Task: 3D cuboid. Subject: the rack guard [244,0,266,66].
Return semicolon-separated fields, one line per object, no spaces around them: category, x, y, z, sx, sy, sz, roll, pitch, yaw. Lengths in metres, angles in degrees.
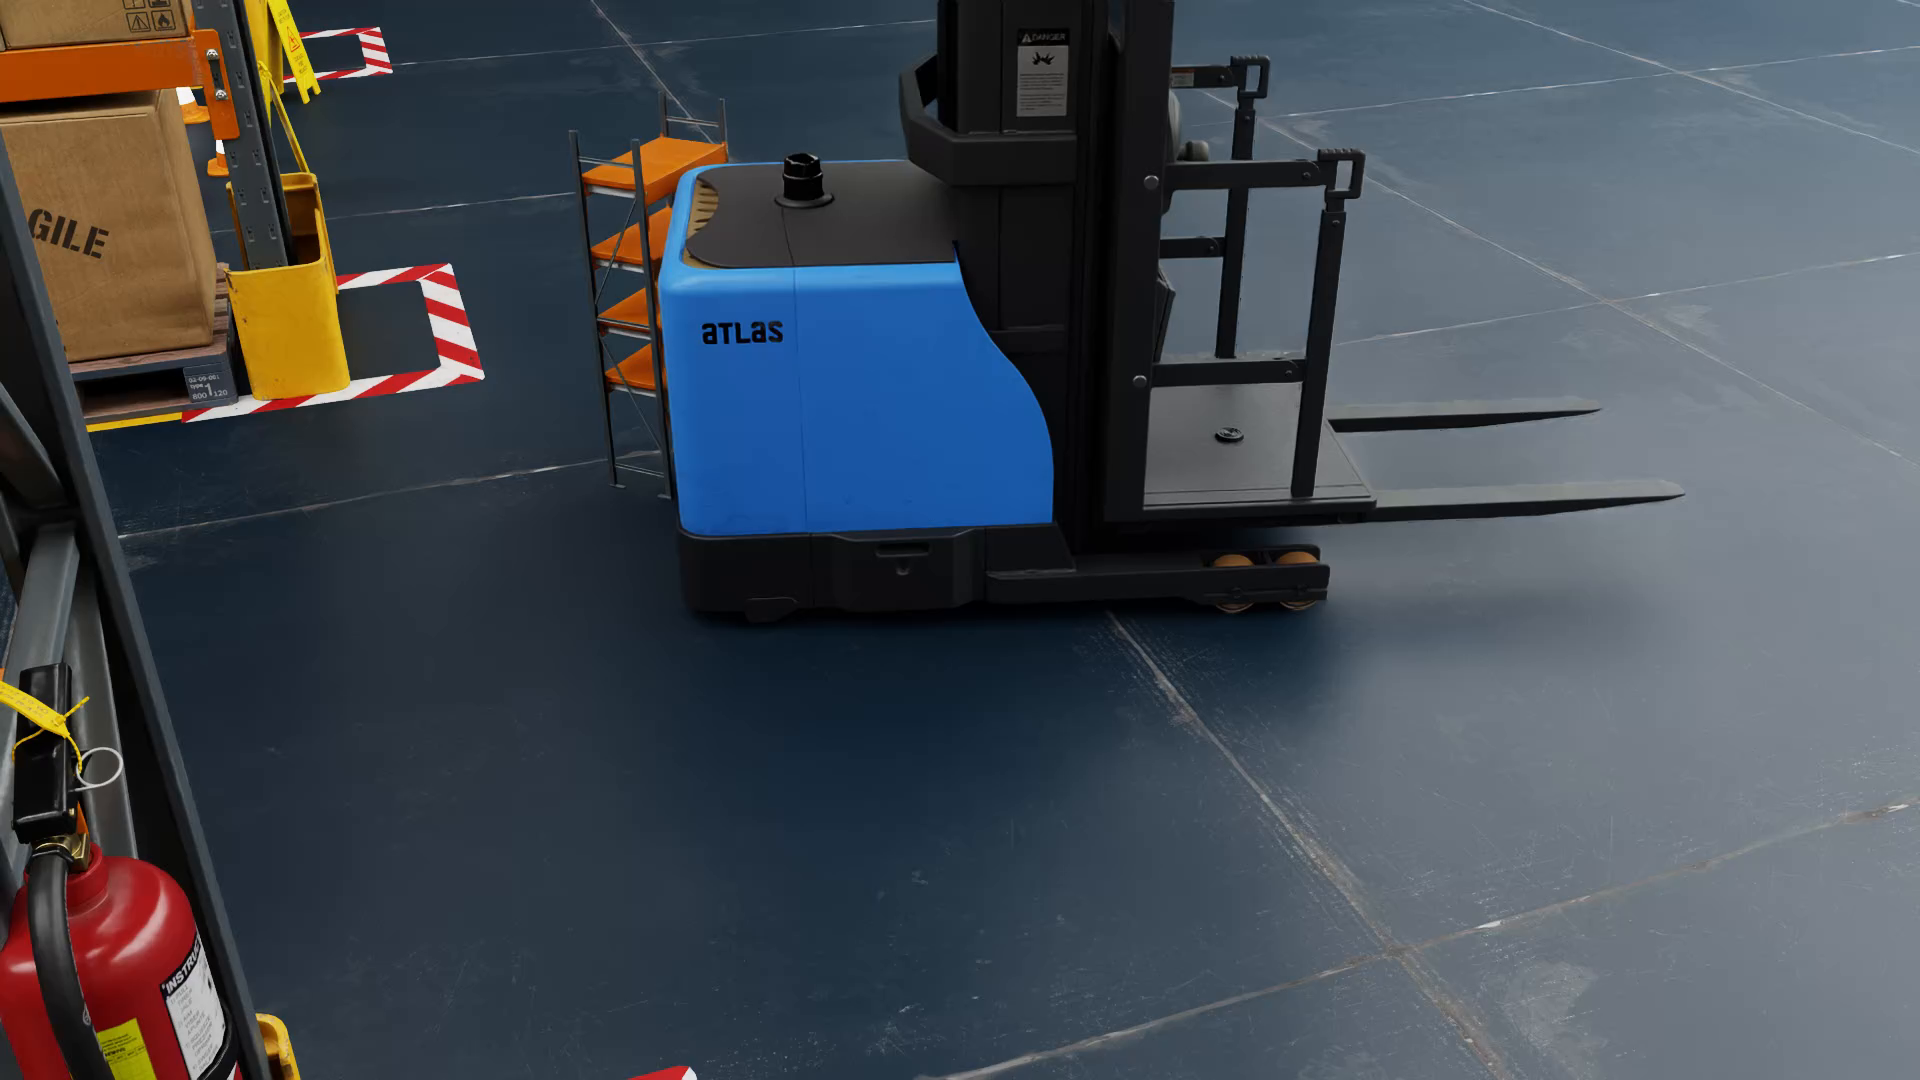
rack guard;-4.565;-3.284;10.509;0.348;0.500;1.175;-10;31;-18

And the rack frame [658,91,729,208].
rack frame;-0.861;-0.901;5.619;0.240;1.200;0.015;12;32;20

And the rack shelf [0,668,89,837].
rack shelf;-2.913;0.872;1.415;4.000;0.370;1.077;-10;31;-18

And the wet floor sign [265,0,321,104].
wet floor sign;-3.943;-2.897;9.682;0.232;0.644;0.267;0;30;0

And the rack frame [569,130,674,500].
rack frame;-1.057;-0.680;5.231;0.240;1.200;0.015;12;32;20

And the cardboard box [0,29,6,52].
cardboard box;-3.513;-1.979;5.542;0.550;0.550;0.875;-10;31;-18

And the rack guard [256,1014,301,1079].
rack guard;-1.110;1.314;2.439;0.348;0.500;1.175;-10;31;-18

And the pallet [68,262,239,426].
pallet;-3.396;-0.718;6.297;1.213;0.211;1.003;-10;31;-18

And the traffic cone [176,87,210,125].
traffic cone;-4.447;-2.608;9.360;0.334;0.463;0.336;-10;31;-18

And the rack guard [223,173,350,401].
rack guard;-2.651;-1.022;6.539;0.348;0.500;1.175;-10;31;-18

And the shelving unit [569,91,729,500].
shelving unit;-0.959;-0.790;5.425;0.258;1.200;0.503;12;32;20

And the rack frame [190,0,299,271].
rack frame;-2.673;-2.104;5.913;0.127;3.000;1.000;-10;31;-18

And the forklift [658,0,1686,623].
forklift;0.670;-1.322;4.610;3.031;2.935;1.130;-2;30;-4

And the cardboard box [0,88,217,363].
cardboard box;-3.286;-1.216;6.076;0.875;0.875;0.875;-10;31;-17

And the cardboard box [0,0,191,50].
cardboard box;-3.005;-2.084;5.726;0.550;0.550;0.875;-10;31;-18

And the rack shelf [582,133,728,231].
rack shelf;-0.959;-1.132;5.231;0.258;0.148;0.480;12;32;20

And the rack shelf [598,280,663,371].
rack shelf;-0.959;-0.732;5.459;0.258;0.148;0.480;12;32;20

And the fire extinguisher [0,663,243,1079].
fire extinguisher;-0.771;0.442;1.522;0.183;0.674;0.296;-10;31;-18

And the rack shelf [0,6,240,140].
rack shelf;-4.548;-1.446;5.485;4.000;0.370;1.077;-10;31;-18

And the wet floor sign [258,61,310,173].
wet floor sign;-3.337;-2.005;8.117;0.232;0.644;0.267;-16;33;-26

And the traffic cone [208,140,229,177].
traffic cone;-3.742;-2.152;8.560;0.334;0.463;0.336;-10;31;-18

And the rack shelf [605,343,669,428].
rack shelf;-0.959;-0.559;5.557;0.258;0.148;0.480;12;32;20

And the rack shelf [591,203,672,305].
rack shelf;-0.959;-0.926;5.348;0.258;0.148;0.480;12;32;20
